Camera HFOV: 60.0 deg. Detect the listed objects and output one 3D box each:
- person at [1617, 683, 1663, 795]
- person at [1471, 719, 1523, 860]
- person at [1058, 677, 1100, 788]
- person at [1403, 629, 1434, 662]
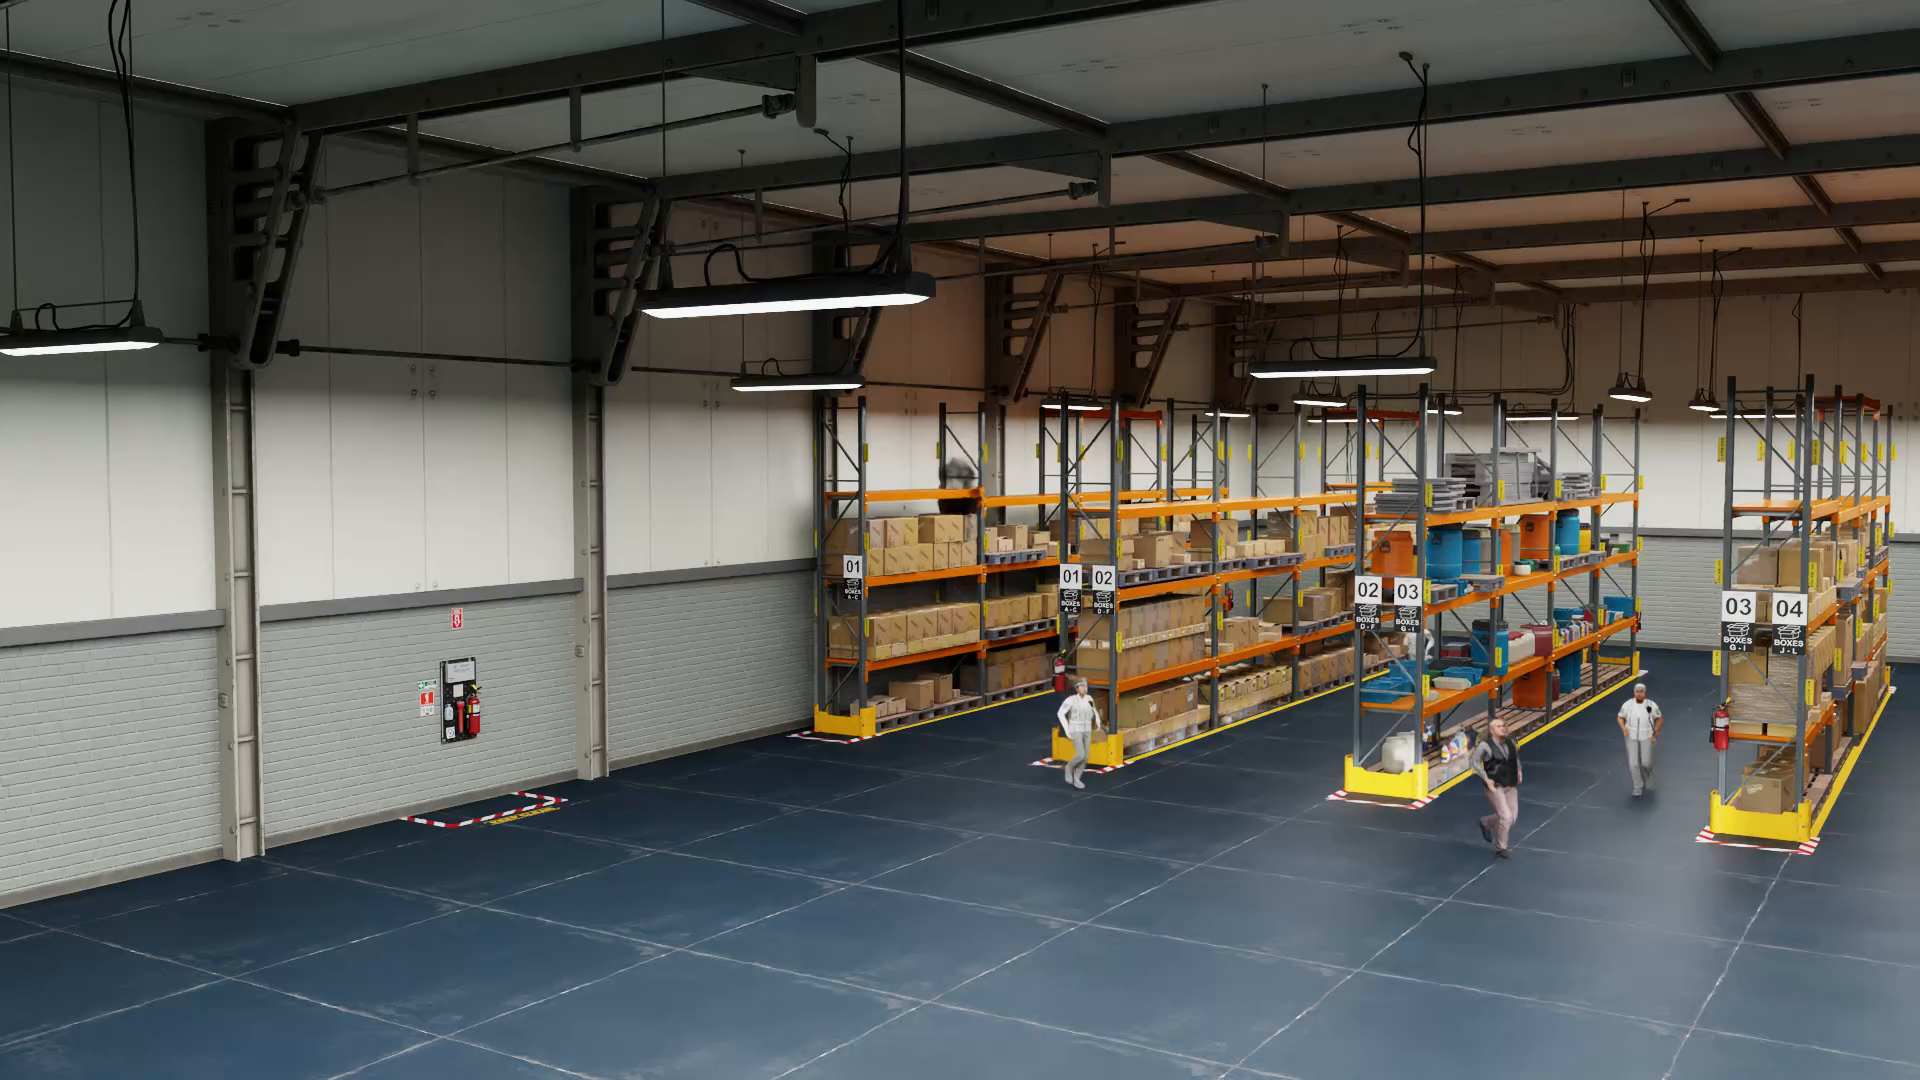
[{"bbox_3d":[9.941,2.912,24.356,0.609,1.631,0.546,2,3,29],"label":"person"},{"bbox_3d":[6.699,3.076,20.738,0.659,1.706,0.663,-1,3,-19],"label":"person"},{"bbox_3d":[1.825,2.873,24.830,0.630,1.659,0.536,-2,3,-29],"label":"person"},{"bbox_3d":[9.373,2.375,34.089,0.595,1.705,0.630,1,3,25],"label":"person"}]
